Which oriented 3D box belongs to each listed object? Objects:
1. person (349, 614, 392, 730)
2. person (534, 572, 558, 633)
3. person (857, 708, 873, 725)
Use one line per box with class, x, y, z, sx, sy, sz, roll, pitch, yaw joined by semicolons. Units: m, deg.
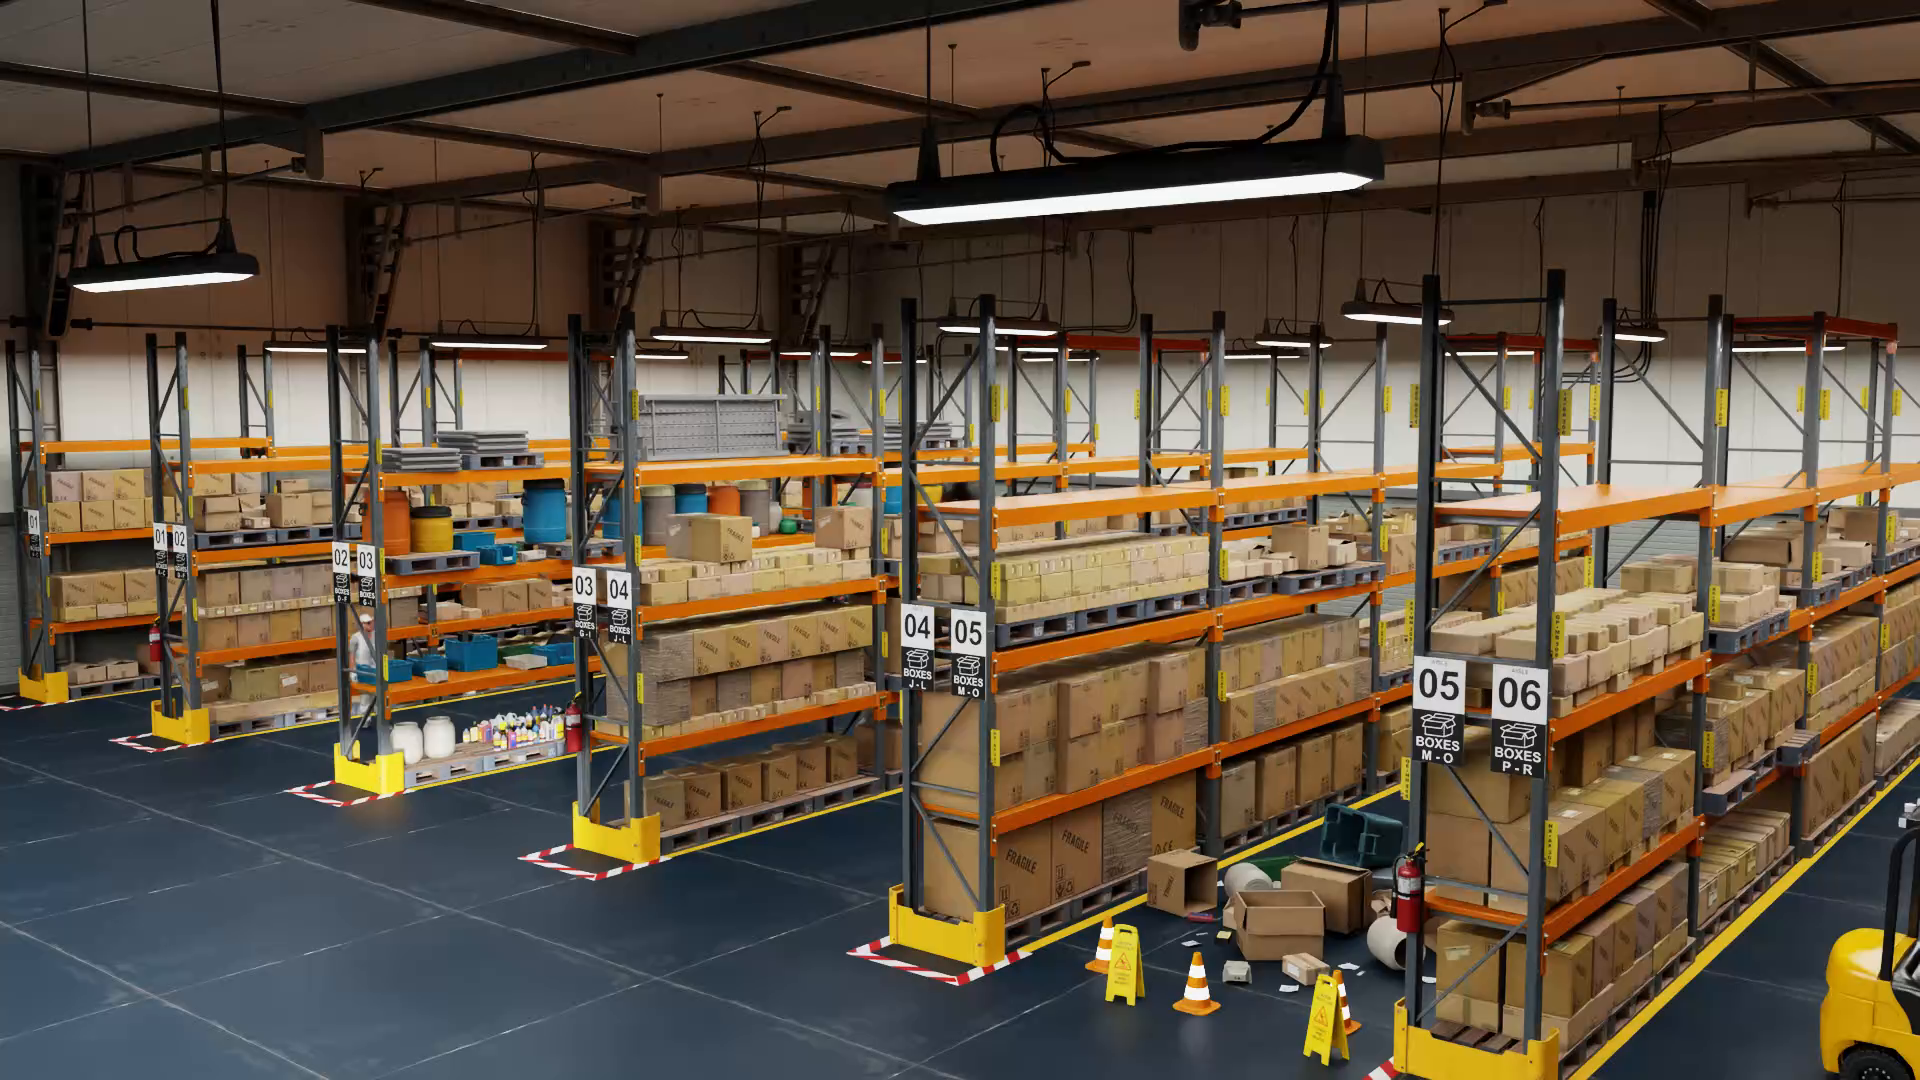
person;-8.998;2.009;25.289;0.591;1.782;0.615;-3;6;-31
person;-8.091;1.485;32.453;0.511;1.550;0.349;0;5;-5
person;-1.320;1.957;25.253;0.561;1.671;0.676;3;6;27
